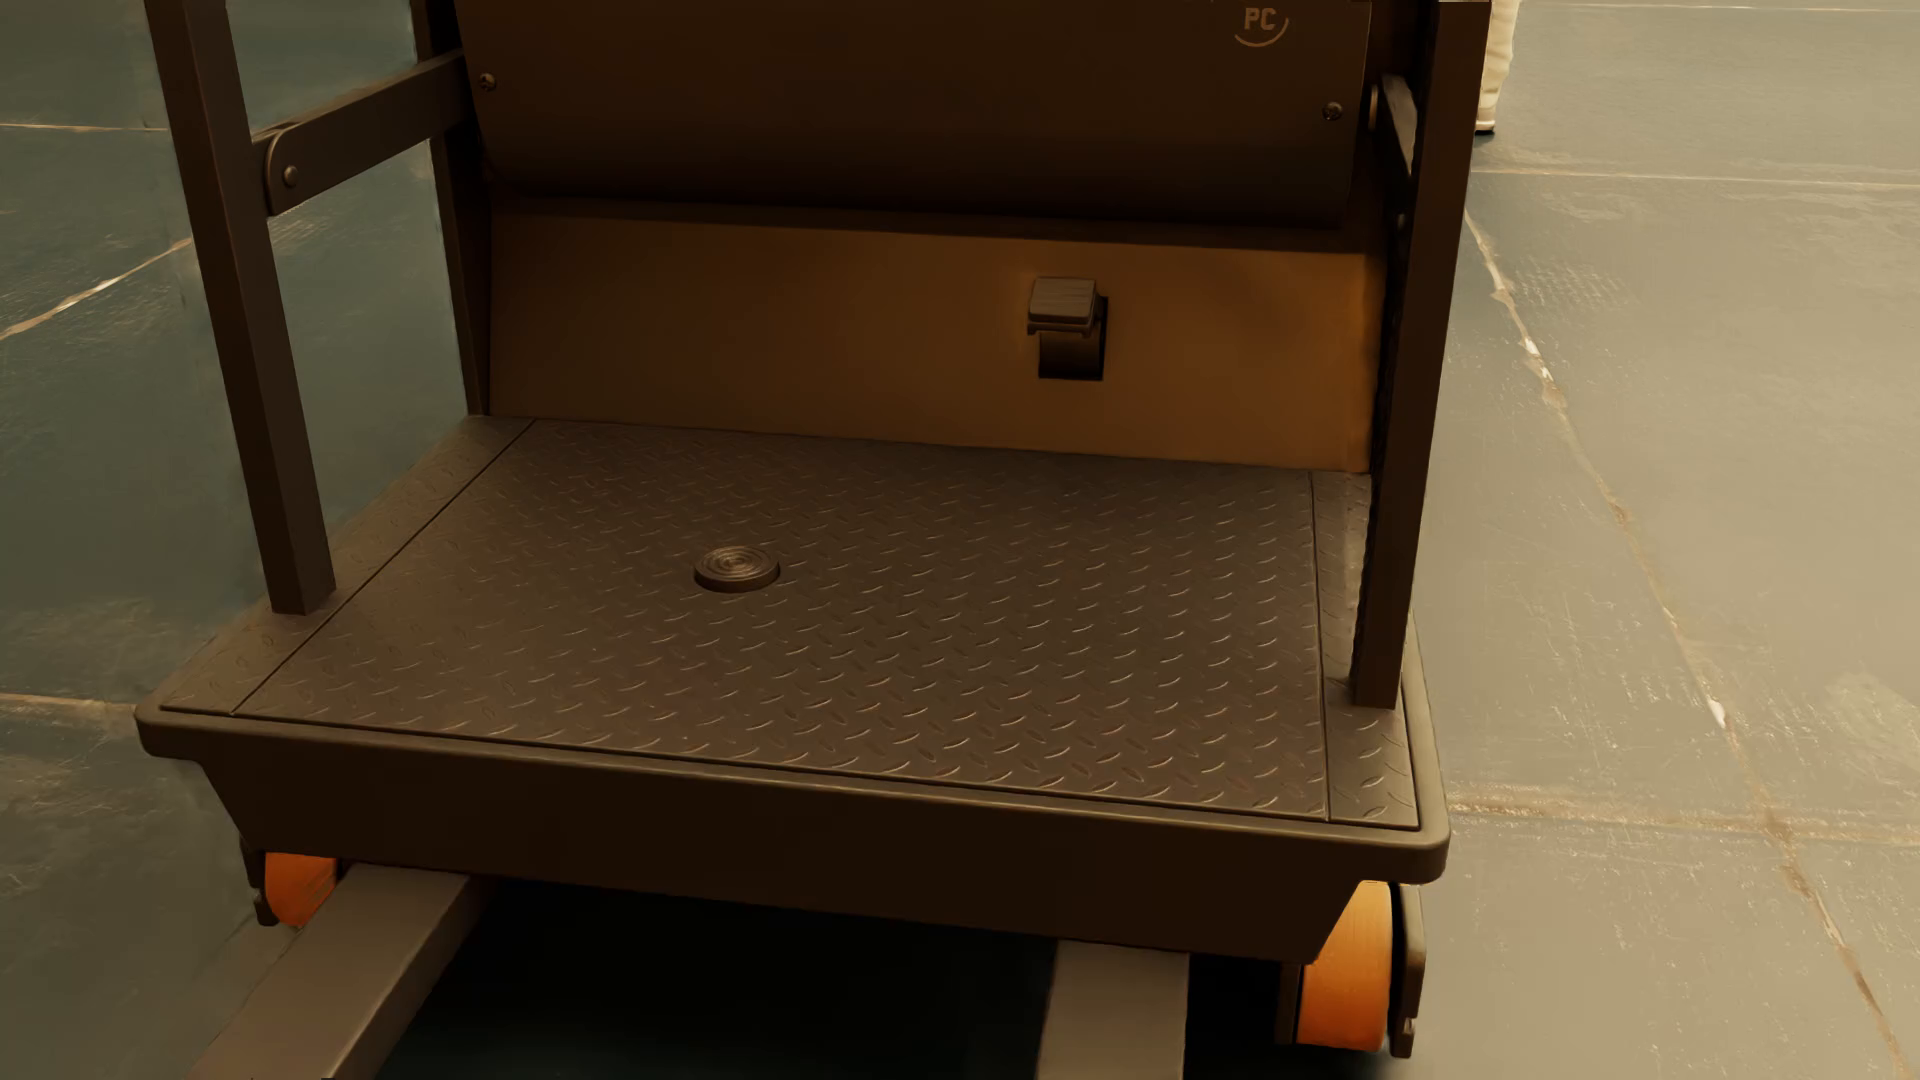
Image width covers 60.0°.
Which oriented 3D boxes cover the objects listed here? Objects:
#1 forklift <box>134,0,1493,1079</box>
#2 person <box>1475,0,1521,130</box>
[{"bbox_3d":[-0.091,-1.011,1.243,1.130,2.935,3.031,4,27,8],"label":"forklift"},{"bbox_3d":[1.442,-1.982,4.542,0.792,1.730,0.576,2,27,4],"label":"person"}]
